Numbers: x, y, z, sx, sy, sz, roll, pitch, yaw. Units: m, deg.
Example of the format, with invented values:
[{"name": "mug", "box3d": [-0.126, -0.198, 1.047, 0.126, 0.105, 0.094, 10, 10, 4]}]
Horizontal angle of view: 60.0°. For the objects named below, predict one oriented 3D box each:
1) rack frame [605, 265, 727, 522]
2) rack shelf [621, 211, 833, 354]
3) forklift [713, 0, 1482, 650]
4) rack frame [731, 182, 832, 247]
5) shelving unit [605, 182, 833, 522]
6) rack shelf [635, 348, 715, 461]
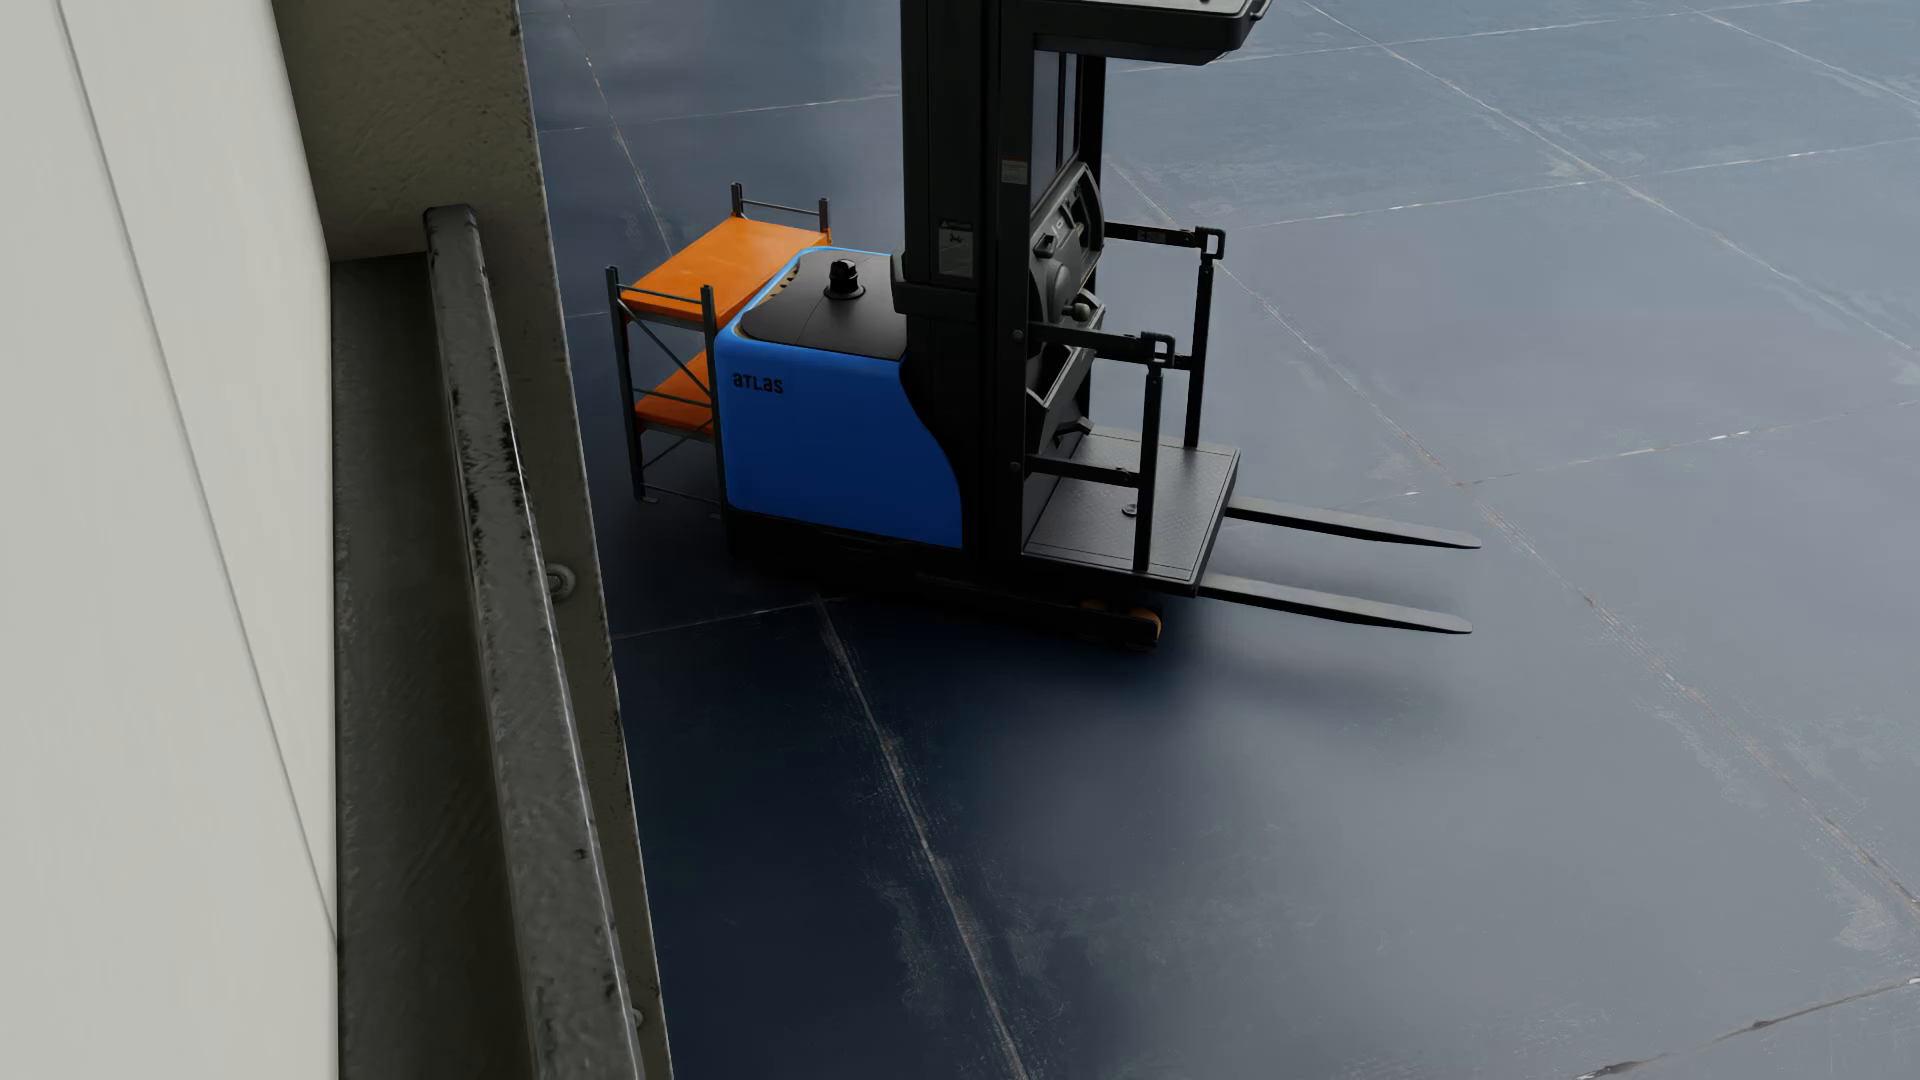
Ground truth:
[{"name": "rack frame", "box3d": [-1.233, -0.606, 7.109, 0.500, 1.125, 0.032, 14, 36, 20]}, {"name": "rack shelf", "box3d": [-1.027, -1.107, 7.336, 0.538, 0.278, 1.000, 14, 36, 20]}, {"name": "forklift", "box3d": [0.594, -1.118, 6.245, 3.031, 2.935, 1.130, 10, 35, 15]}, {"name": "rack frame", "box3d": [-0.820, -1.119, 7.884, 0.500, 1.125, 0.032, 14, 36, 20]}, {"name": "shelving unit", "box3d": [-1.027, -0.863, 7.497, 0.538, 1.125, 1.048, 14, 36, 20]}, {"name": "rack shelf", "box3d": [-1.027, -0.658, 7.632, 0.538, 0.278, 1.000, 14, 36, 20]}]
